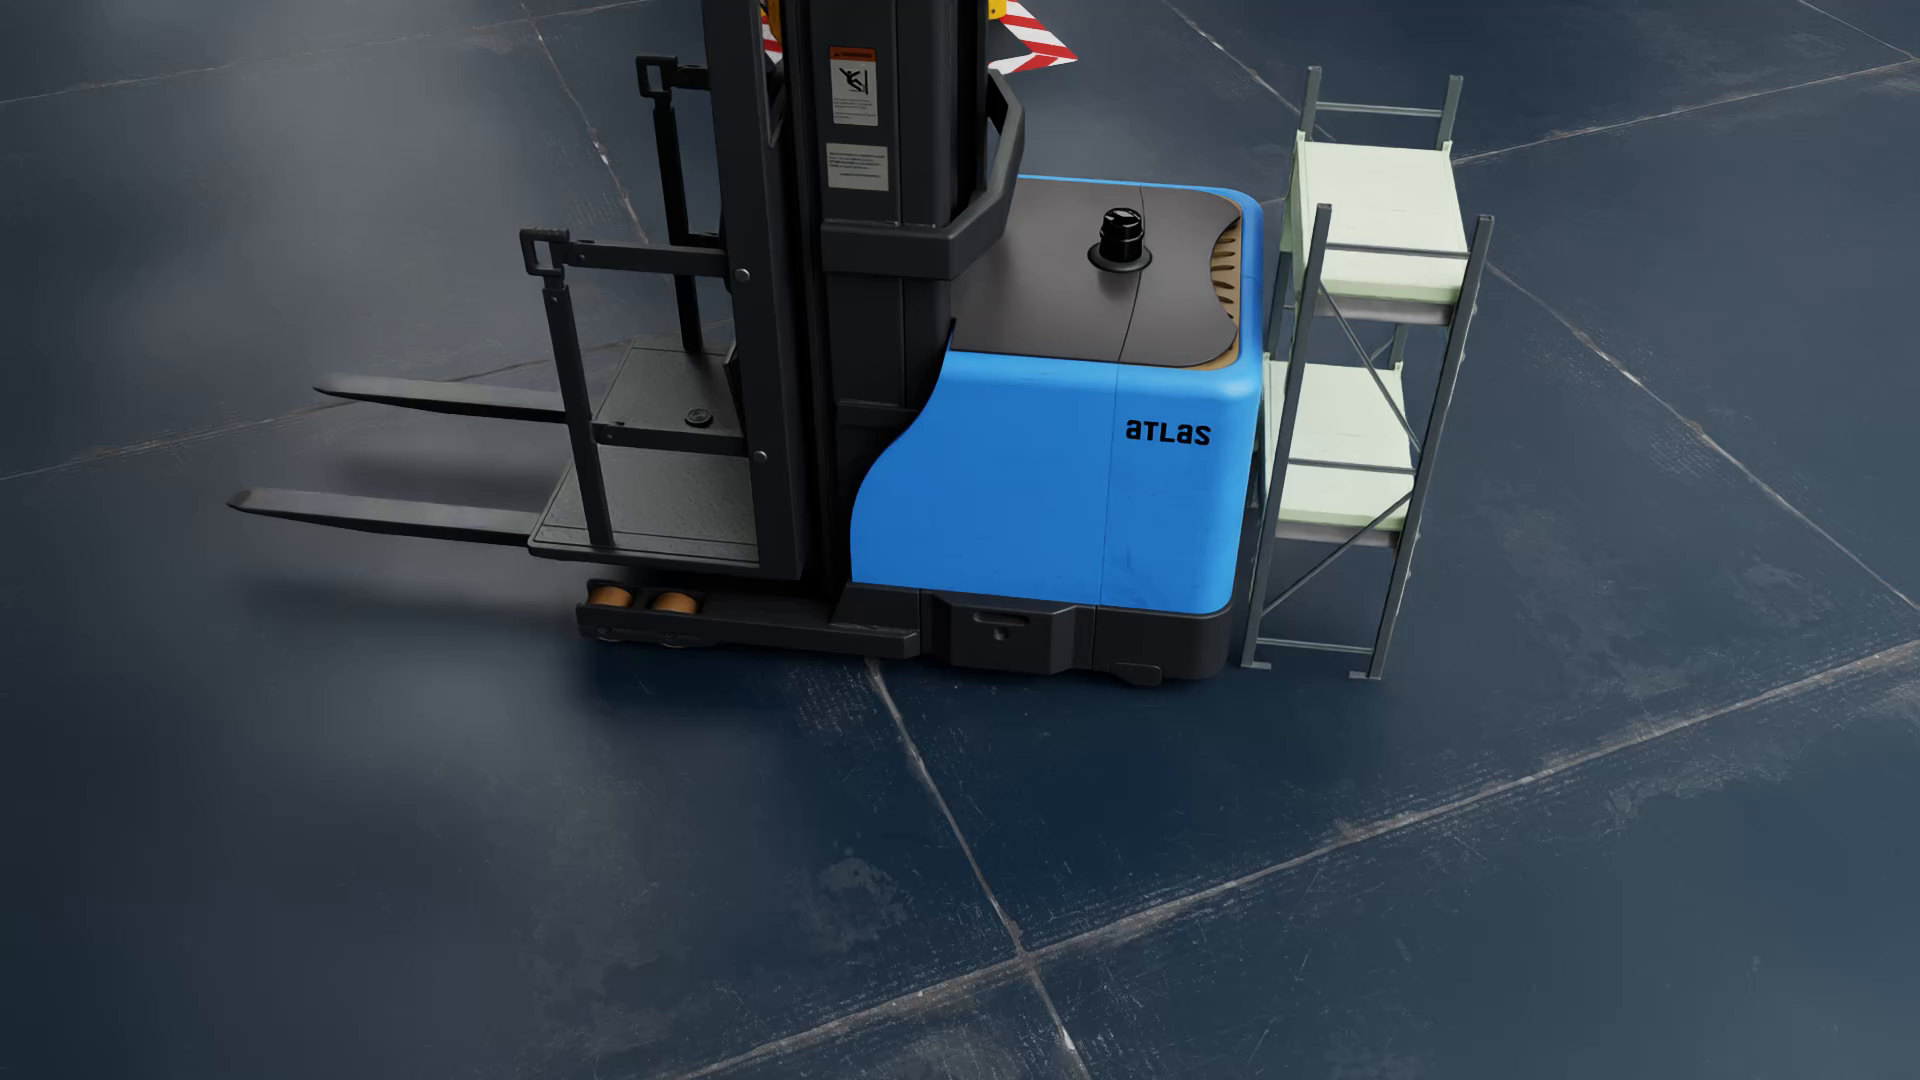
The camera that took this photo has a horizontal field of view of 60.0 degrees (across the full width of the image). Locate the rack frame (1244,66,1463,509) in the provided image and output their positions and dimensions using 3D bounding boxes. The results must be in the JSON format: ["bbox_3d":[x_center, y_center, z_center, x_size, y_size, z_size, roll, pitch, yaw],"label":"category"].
[{"bbox_3d":[1.112,-0.661,4.865,0.400,1.500,0.023,5,41,5],"label":"rack frame"}]

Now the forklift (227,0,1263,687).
[{"bbox_3d":[-0.679,-1.130,4.316,3.031,2.935,1.130,5,41,6],"label":"forklift"}]

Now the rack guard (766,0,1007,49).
[{"bbox_3d":[-0.354,-2.758,8.074,1.175,0.500,0.348,-15,43,-17],"label":"rack guard"}]

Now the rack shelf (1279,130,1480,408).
[{"bbox_3d":[1.068,-0.720,4.335,0.431,0.370,0.720,5,41,5],"label":"rack shelf"}]

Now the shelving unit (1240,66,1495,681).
[{"bbox_3d":[1.065,-0.424,4.590,0.431,1.500,0.755,5,41,5],"label":"shelving unit"}]

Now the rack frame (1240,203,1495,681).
[{"bbox_3d":[1.017,-0.188,4.314,0.400,1.500,0.023,5,41,5],"label":"rack frame"}]

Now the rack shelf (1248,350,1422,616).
[{"bbox_3d":[1.062,-0.177,4.802,0.431,0.370,0.720,5,41,5],"label":"rack shelf"}]

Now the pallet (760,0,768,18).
[{"bbox_3d":[-0.694,-3.113,8.708,1.003,0.211,1.213,-15,43,-17],"label":"pallet"}]
